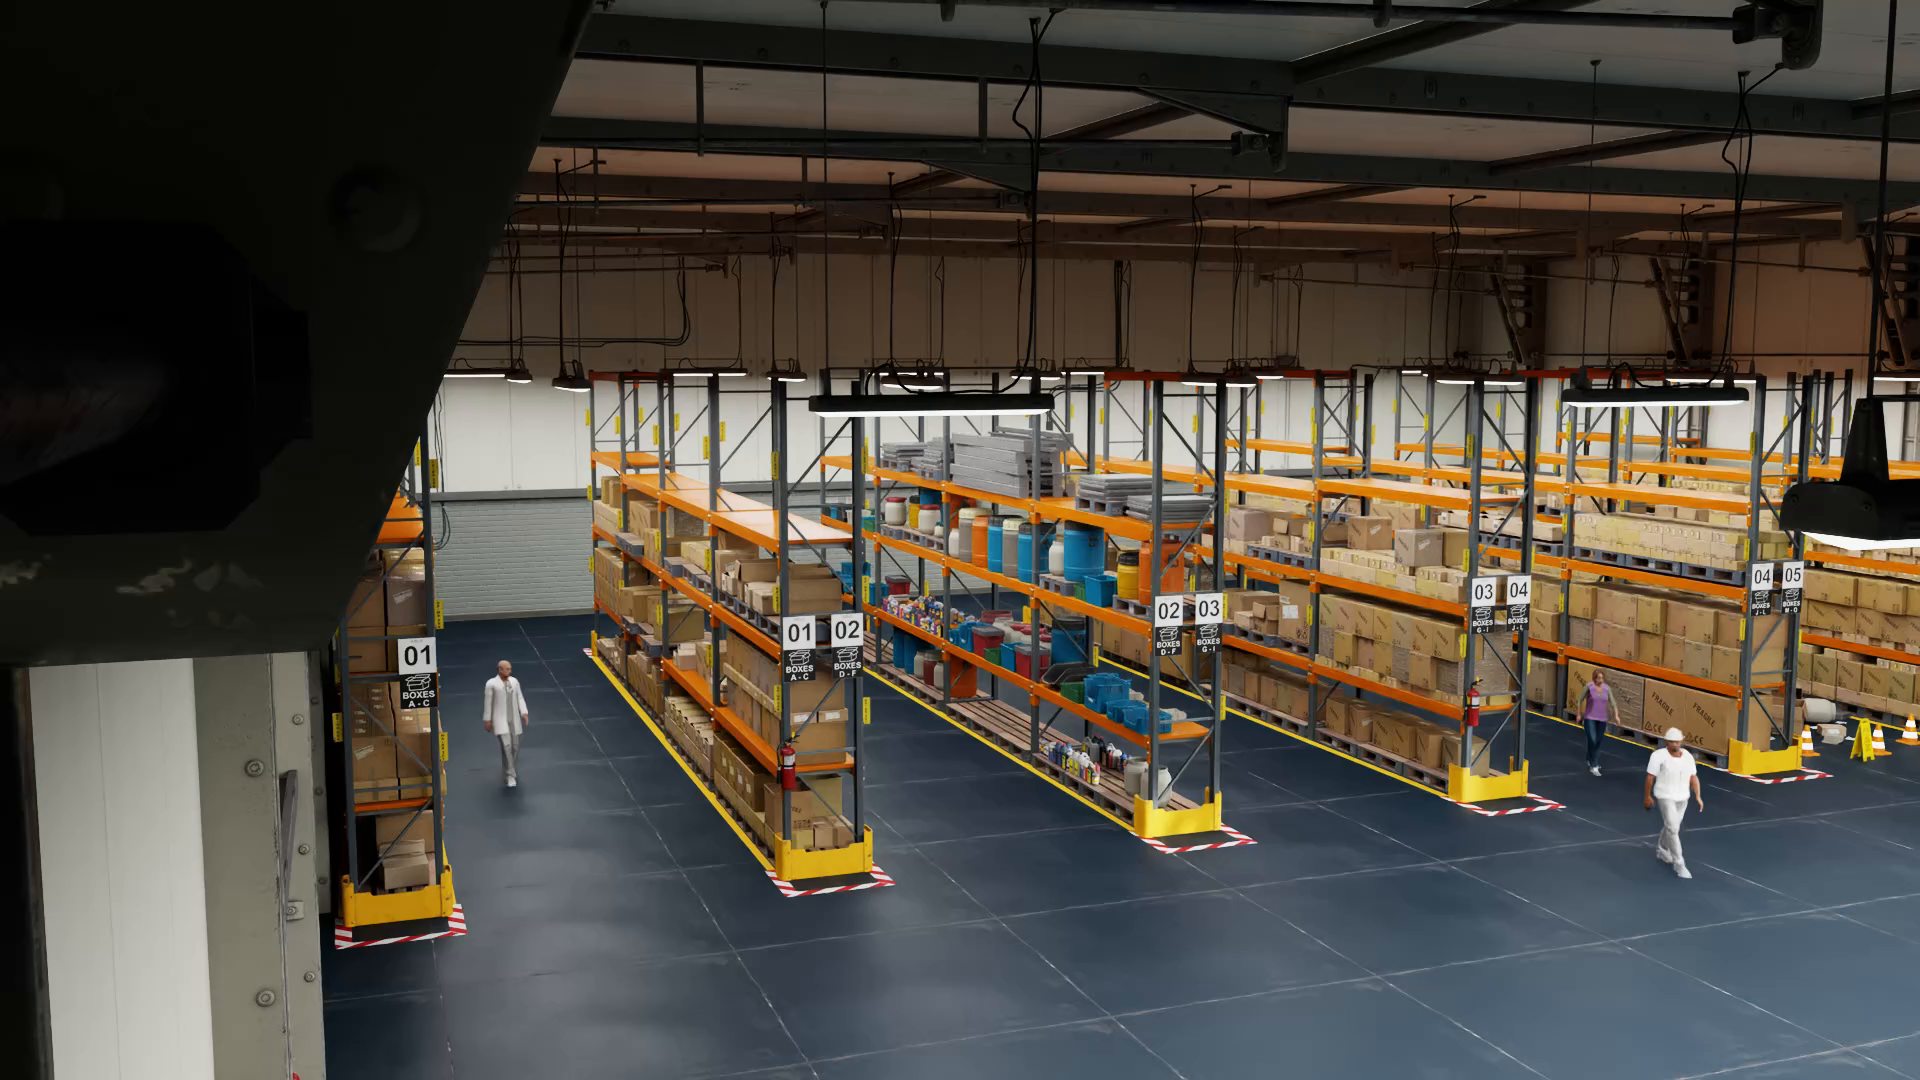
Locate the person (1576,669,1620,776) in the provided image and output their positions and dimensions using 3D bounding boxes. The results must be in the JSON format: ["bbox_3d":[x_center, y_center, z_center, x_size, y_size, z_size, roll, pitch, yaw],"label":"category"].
[{"bbox_3d":[9.673,2.742,25.265,0.537,1.610,0.606,0,6,1],"label":"person"}]

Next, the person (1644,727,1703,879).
[{"bbox_3d":[8.789,3.198,20.421,0.595,1.794,0.774,-2,7,-13],"label":"person"}]

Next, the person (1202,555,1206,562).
[{"bbox_3d":[5.940,0.841,41.681,0.617,1.668,0.486,0,6,0],"label":"person"}]

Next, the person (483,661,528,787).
[{"bbox_3d":[-6.681,2.742,24.710,0.720,1.743,0.606,6,9,42],"label":"person"}]
